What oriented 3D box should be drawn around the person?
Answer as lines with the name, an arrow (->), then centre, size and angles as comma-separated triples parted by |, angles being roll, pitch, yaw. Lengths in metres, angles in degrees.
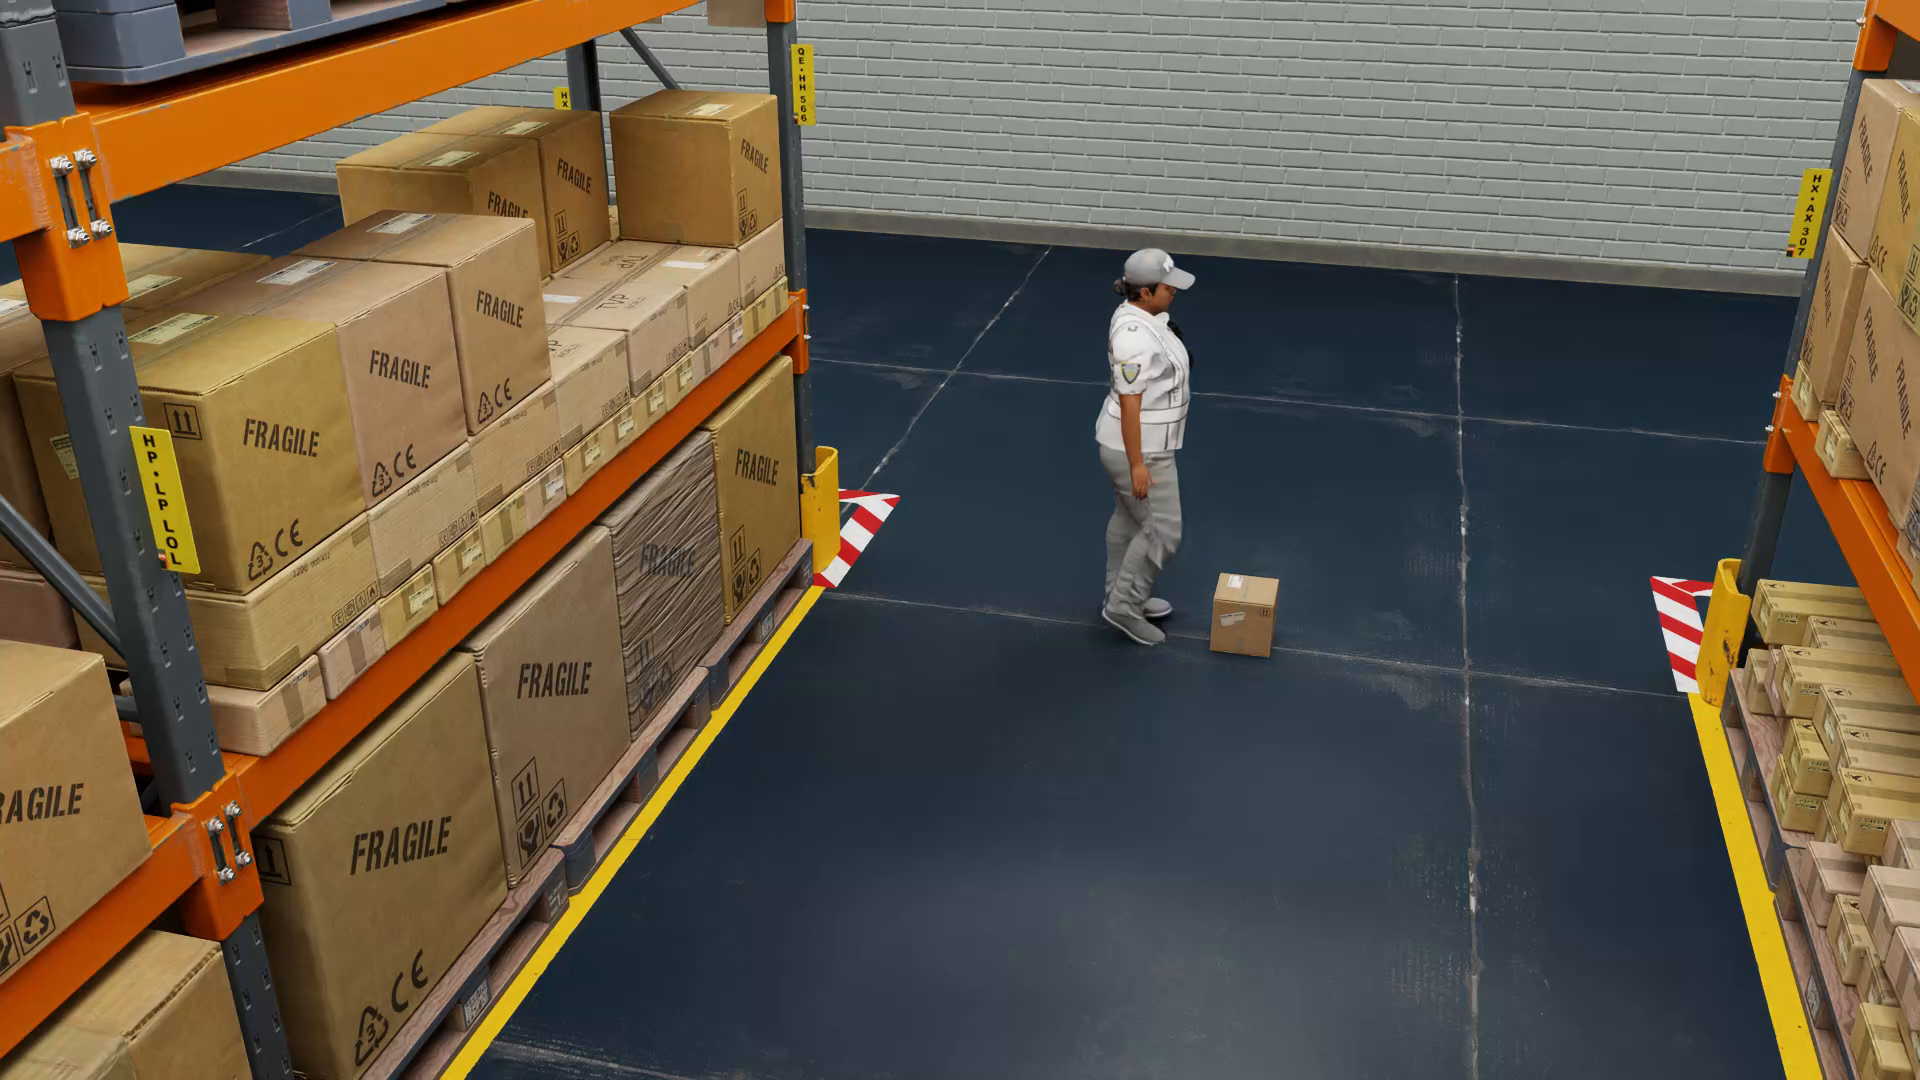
person -> 0.750, -0.372, 6.887 | 0.386, 1.704, 0.513 | 4, 26, 8
